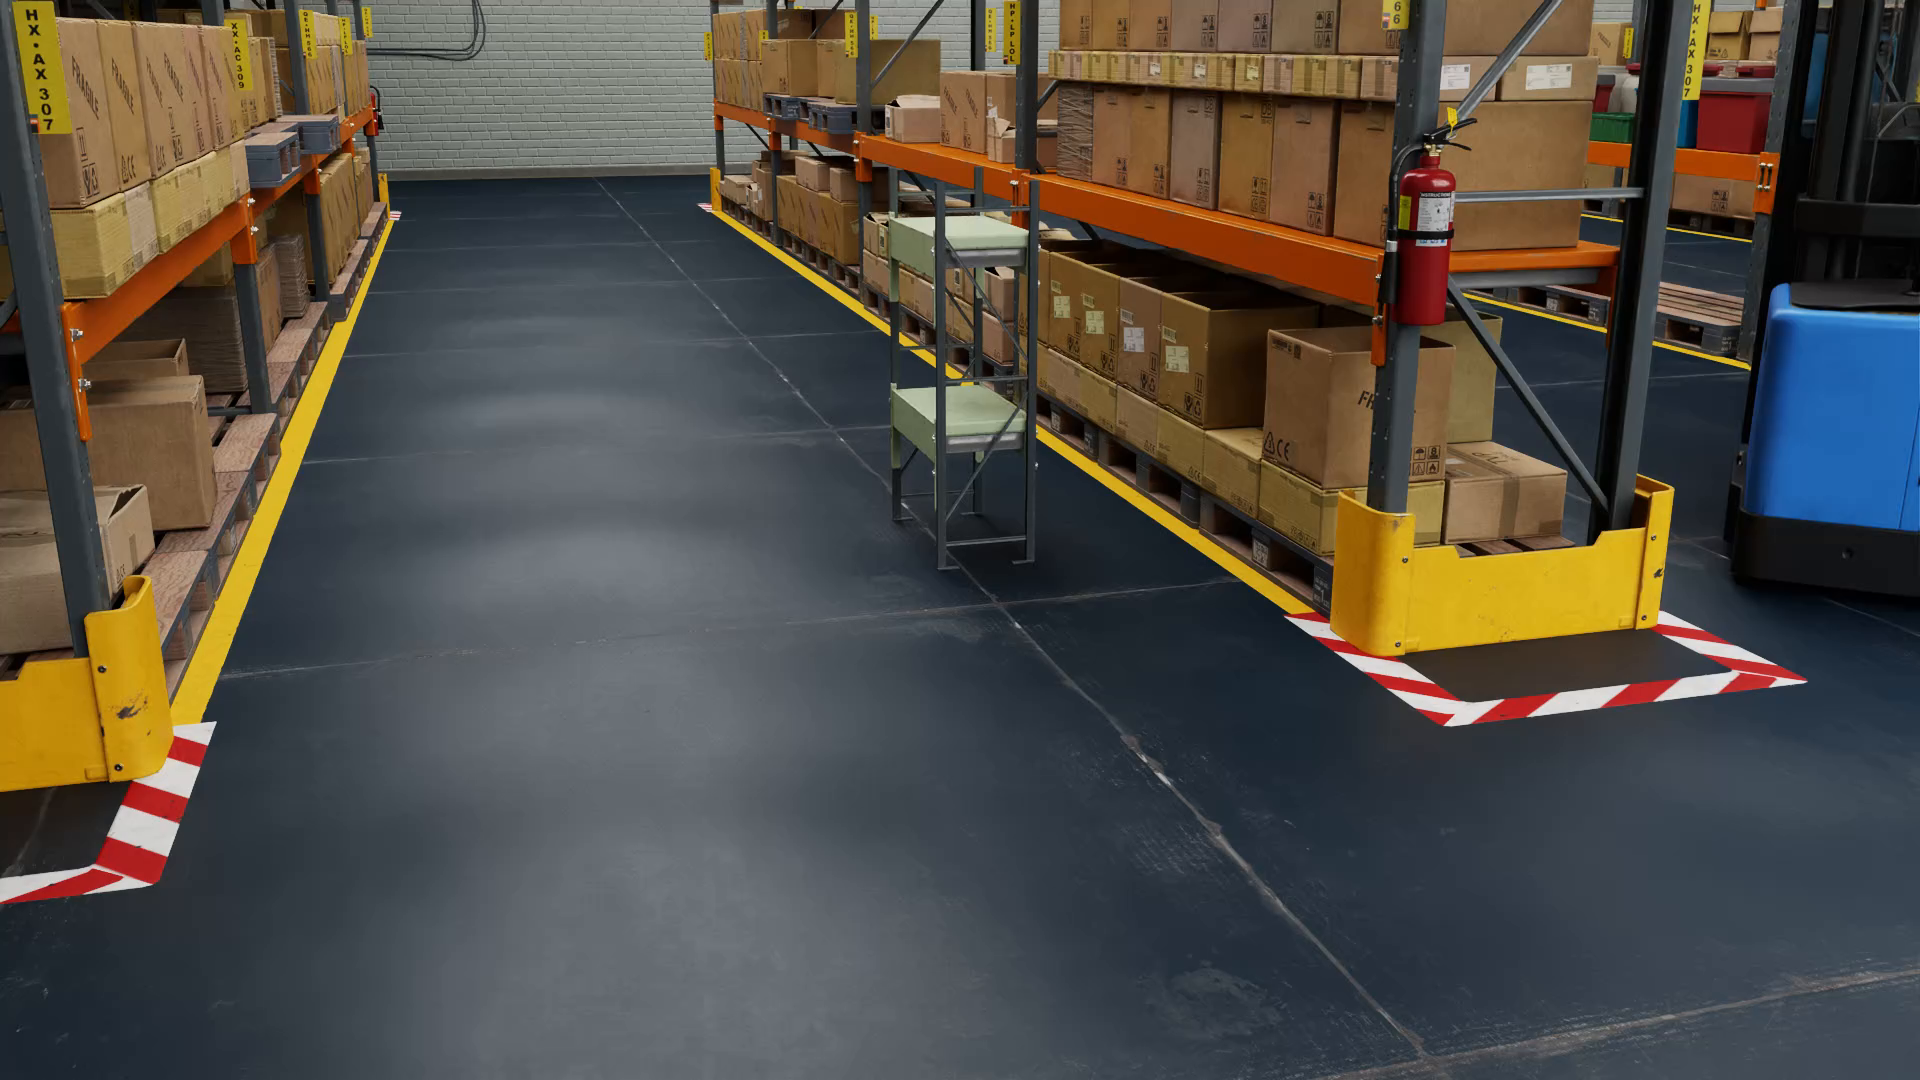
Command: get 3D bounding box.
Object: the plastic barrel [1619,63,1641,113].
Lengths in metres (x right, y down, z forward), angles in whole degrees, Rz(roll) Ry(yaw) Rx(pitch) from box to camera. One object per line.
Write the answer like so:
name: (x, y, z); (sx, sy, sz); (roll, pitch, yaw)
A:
plastic barrel: (5.191, -3.304, 12.502); (0.433, 0.535, 0.433); (0, 17, 0)

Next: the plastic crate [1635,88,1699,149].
plastic crate: (4.961, -2.907, 11.445); (0.392, 0.384, 0.575); (-5, 17, -15)

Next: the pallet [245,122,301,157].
pallet: (-4.478, -2.322, 9.800); (1.003, 0.211, 1.213); (-5, 17, -15)

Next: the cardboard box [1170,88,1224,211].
cardboard box: (1.355, -1.744, 7.369); (0.700, 0.500, 0.500); (-4, 17, -14)

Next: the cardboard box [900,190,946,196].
cardboard box: (-0.432, -2.796, 14.626); (0.500, 0.500, 0.500); (-5, 17, -16)

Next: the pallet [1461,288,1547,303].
pallet: (4.640, -2.188, 13.870); (1.003, 0.211, 1.213); (-5, 17, -15)

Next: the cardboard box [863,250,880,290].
cardboard box: (-0.438, -2.067, 12.667); (0.500, 0.250, 0.500); (-5, 17, -15)

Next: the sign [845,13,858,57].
sign: (-0.819, -3.822, 12.585); (0.100, 0.325, 0.005); (-5, 17, -15)

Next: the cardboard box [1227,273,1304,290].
cardboard box: (1.556, -0.962, 7.687); (0.500, 0.500, 0.500); (-5, 17, -15)

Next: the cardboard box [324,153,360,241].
cardboard box: (-5.857, -3.066, 14.953); (0.750, 0.750, 0.750); (-4, 17, -15)

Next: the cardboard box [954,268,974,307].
cardboard box: (0.264, -1.630, 10.238); (0.500, 0.311, 0.500); (-4, 17, -14)

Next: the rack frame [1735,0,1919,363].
rack frame: (5.564, -2.635, 10.509); (1.000, 3.000, 0.127); (-5, 17, -15)

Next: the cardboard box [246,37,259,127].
cardboard box: (-4.427, -2.588, 9.416); (0.700, 0.500, 0.500); (-2, 17, -8)

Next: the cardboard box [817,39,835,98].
cardboard box: (-0.854, -4.222, 14.890); (0.700, 0.500, 0.500); (-10, 19, -29)

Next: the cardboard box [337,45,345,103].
cardboard box: (-5.791, -4.156, 14.849); (0.500, 0.500, 0.500); (-5, 17, -16)

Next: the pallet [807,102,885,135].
pallet: (-0.553, -3.440, 13.525); (1.213, 0.211, 1.003); (-5, 17, -15)

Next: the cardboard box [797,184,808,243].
cardboard box: (-1.213, -3.032, 15.412); (0.500, 0.500, 0.500); (-4, 17, -15)

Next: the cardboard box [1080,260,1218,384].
cardboard box: (0.901, -1.058, 8.006); (0.500, 0.500, 0.500); (-5, 17, -15)

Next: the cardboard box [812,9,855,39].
cardboard box: (-1.258, -5.136, 16.925); (0.500, 0.500, 0.500); (-4, 17, -14)

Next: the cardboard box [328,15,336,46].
cardboard box: (-5.655, -4.372, 14.264); (0.500, 0.250, 0.500); (-4, 17, -14)

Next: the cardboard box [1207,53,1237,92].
cardboard box: (1.254, -1.945, 6.911); (0.380, 0.149, 0.250); (-4, 17, -14)

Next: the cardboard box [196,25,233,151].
cardboard box: (-3.392, -1.904, 7.000); (0.500, 0.500, 0.500); (-5, 17, -16)

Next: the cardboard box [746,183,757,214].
cardboard box: (-2.034, -3.722, 18.039); (0.500, 0.311, 0.500); (-5, 17, -15)

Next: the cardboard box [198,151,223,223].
cardboard box: (-3.258, -1.406, 6.643); (0.500, 0.250, 0.500); (-5, 17, -16)

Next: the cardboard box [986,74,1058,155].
cardboard box: (0.460, -2.651, 10.391); (0.500, 0.500, 0.500); (-3, 17, -11)

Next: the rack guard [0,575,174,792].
rack guard: (-2.884, 0.431, 4.647); (1.175, 0.500, 0.348); (-5, 17, -15)

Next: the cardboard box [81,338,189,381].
cardboard box: (-3.638, -0.581, 7.252); (0.500, 0.500, 0.500); (-6, 18, -19)

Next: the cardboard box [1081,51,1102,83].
cardboard box: (0.829, -2.372, 8.334); (0.380, 0.149, 0.250); (-5, 17, -17)

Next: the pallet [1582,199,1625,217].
pallet: (7.994, -4.120, 20.301); (1.003, 0.211, 1.213); (-5, 17, -15)

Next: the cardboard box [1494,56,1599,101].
cardboard box: (1.998, -1.622, 5.835); (0.380, 0.149, 0.250); (-5, 17, -16)

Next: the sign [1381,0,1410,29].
sign: (1.374, -1.766, 5.194); (0.100, 0.325, 0.005); (-5, 17, -15)

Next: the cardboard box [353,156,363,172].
cardboard box: (-6.330, -3.847, 17.034); (0.380, 0.149, 0.250); (-5, 17, -17)

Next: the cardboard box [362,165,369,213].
cardboard box: (-6.695, -3.711, 17.709); (0.700, 0.500, 0.500); (-5, 18, -17)

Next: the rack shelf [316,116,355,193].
rack shelf: (-5.611, -3.166, 13.530); (1.077, 0.370, 4.000); (-5, 17, -15)

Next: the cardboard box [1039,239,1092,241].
cardboard box: (0.650, -1.813, 10.848); (0.500, 0.311, 0.500); (-5, 18, -17)

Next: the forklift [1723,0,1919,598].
forklift: (4.017, -1.531, 6.954); (1.130, 2.935, 3.031); (8, 18, 24)

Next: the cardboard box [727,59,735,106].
cardboard box: (-2.347, -5.186, 18.830); (0.500, 0.500, 0.500); (-5, 17, -15)

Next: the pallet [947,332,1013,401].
pallet: (0.560, -1.109, 10.278); (1.003, 0.211, 1.213); (-5, 17, -15)

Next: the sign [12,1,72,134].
sign: (-2.341, -1.202, 4.236); (0.100, 0.325, 0.005); (-5, 17, -15)

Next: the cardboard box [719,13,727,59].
cardboard box: (-2.479, -5.802, 19.143); (0.500, 0.500, 0.500); (-5, 17, -15)

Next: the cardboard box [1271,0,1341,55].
cardboard box: (1.619, -2.097, 6.289); (0.700, 0.500, 0.500); (-5, 17, -17)

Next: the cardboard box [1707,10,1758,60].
cardboard box: (8.488, -5.401, 17.799); (0.797, 0.503, 0.637); (-5, 17, -15)

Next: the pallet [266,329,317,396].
pallet: (-4.516, -1.069, 10.144); (1.003, 0.211, 1.213); (-5, 17, -15)

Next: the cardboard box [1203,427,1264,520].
cardboard box: (1.319, -0.284, 6.734); (0.500, 0.250, 0.500); (-5, 17, -15)

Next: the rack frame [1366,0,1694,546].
rack frame: (1.899, -1.138, 5.525); (1.000, 3.000, 0.127); (-5, 17, -15)

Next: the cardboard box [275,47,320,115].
cardboard box: (-4.949, -3.312, 12.039); (0.500, 0.500, 0.500); (-4, 17, -14)

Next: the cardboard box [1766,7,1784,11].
cardboard box: (11.693, -7.234, 23.391); (0.500, 0.500, 0.500); (-5, 17, -16)

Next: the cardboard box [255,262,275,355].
cardboard box: (-4.472, -1.350, 9.814); (0.700, 0.500, 0.500); (-4, 17, -15)

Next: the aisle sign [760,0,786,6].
aisle sign: (-2.222, -6.851, 20.028); (0.394, 0.787, 0.004); (-5, 17, -15)

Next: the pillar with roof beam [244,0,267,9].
pillar with roof beam: (-4.694, -9.063, 21.480); (9.100, 9.000, 0.400); (-5, 17, -15)

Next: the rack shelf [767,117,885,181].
rack shelf: (-0.849, -3.559, 14.837); (1.077, 0.370, 4.000); (-5, 17, -15)

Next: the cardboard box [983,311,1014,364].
cardboard box: (0.407, -1.220, 9.849); (0.500, 0.250, 0.500); (-5, 17, -16)

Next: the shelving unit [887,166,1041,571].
shelving unit: (0.002, -0.716, 6.730); (0.431, 1.500, 0.755); (-5, 17, -15)

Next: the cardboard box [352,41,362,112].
cardboard box: (-6.699, -4.762, 17.070); (0.980, 0.700, 0.700); (-6, 18, -18)
